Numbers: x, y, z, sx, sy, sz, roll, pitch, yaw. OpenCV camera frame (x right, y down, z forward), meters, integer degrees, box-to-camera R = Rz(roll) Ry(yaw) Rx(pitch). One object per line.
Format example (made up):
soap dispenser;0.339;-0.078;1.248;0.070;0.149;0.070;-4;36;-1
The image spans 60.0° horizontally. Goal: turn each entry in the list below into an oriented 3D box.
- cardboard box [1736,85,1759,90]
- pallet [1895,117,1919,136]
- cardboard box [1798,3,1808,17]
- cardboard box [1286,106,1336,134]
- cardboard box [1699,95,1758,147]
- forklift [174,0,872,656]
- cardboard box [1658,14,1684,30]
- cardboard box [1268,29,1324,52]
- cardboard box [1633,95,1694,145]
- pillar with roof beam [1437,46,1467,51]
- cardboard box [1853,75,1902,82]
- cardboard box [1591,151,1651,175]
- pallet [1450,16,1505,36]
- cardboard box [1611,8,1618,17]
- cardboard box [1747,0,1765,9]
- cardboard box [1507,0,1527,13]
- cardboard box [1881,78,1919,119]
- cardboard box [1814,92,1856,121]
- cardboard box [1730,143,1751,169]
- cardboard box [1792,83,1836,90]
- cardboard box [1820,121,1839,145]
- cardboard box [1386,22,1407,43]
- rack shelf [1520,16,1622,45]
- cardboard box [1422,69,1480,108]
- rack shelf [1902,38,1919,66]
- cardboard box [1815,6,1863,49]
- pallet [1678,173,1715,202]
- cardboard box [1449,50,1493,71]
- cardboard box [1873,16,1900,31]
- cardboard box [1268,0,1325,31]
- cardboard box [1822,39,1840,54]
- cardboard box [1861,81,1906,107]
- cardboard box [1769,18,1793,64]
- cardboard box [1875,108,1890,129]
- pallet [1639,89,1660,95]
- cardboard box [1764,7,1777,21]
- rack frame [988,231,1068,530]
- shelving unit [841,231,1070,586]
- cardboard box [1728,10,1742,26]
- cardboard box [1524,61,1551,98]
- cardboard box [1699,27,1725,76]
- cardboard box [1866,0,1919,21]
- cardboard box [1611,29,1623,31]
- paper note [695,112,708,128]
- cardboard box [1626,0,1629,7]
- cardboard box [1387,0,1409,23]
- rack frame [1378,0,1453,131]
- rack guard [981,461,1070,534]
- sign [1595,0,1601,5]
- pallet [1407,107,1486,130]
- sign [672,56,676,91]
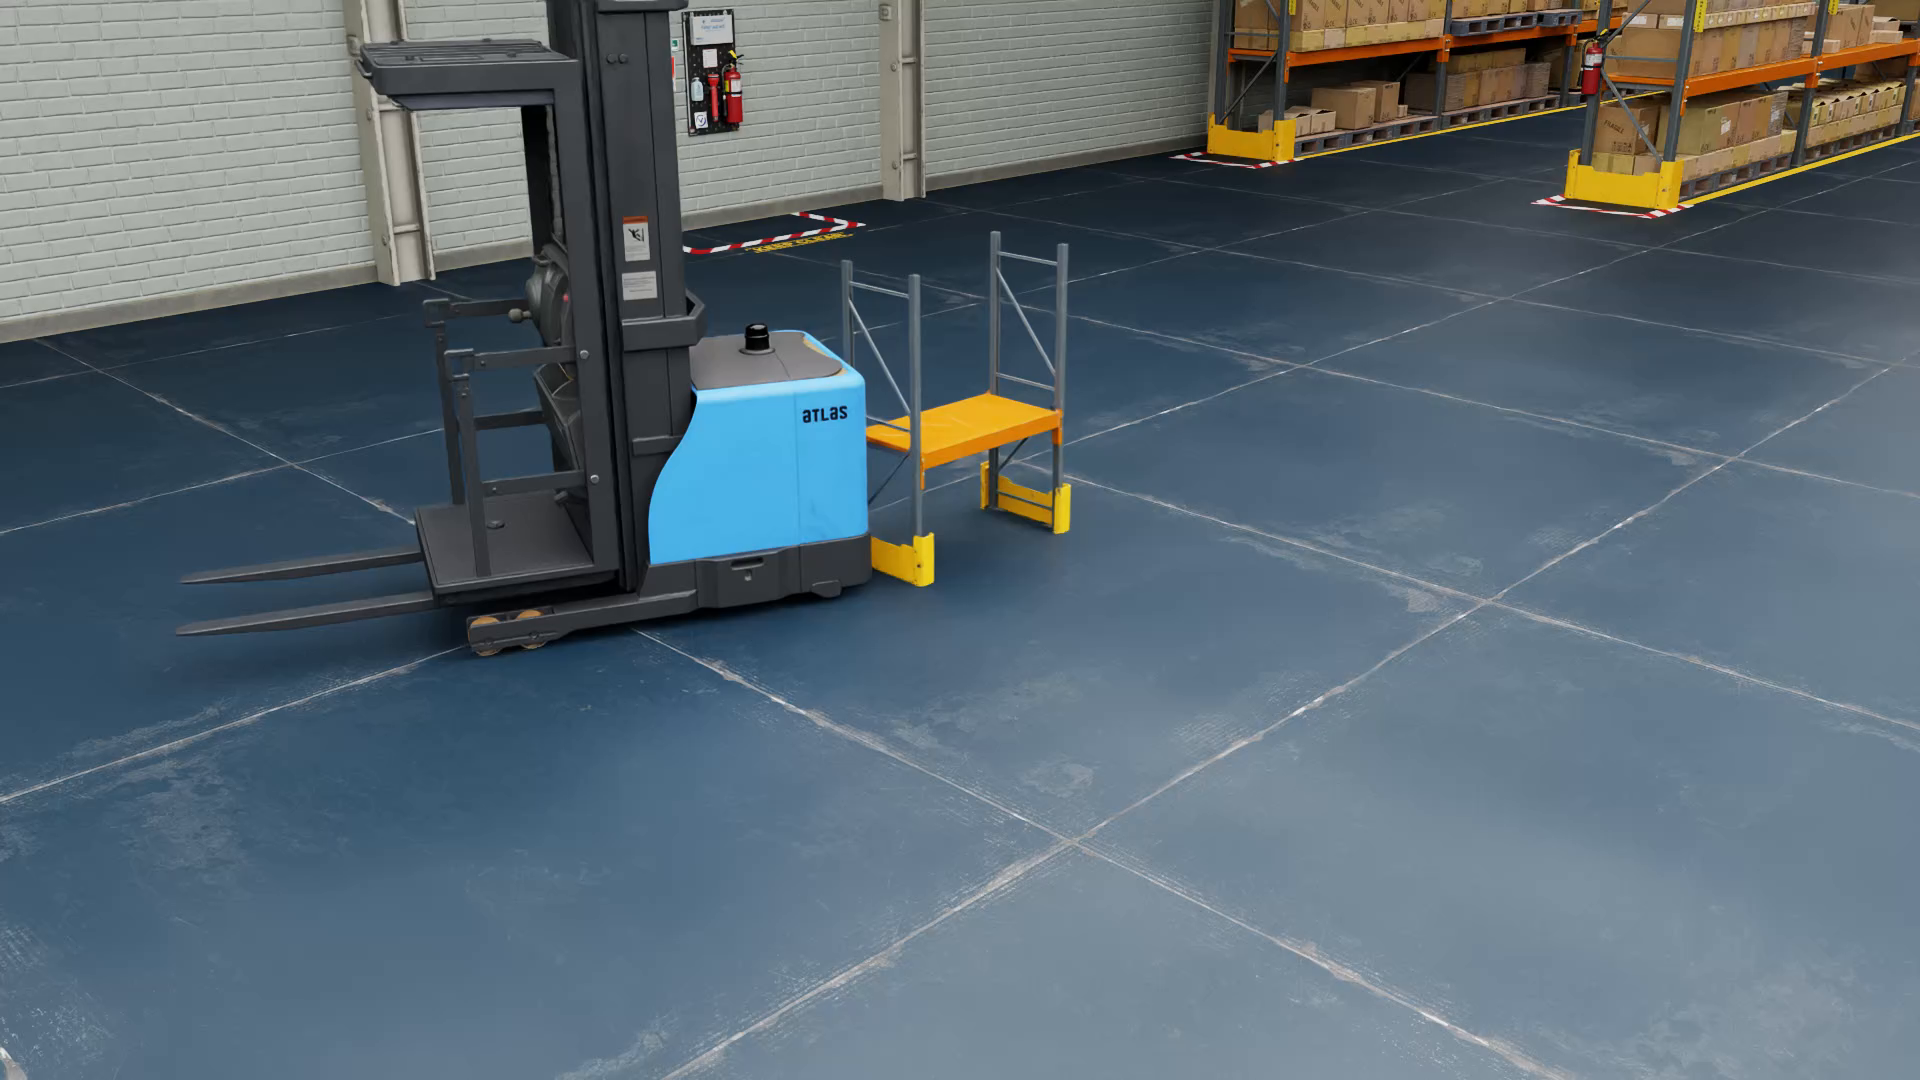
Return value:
cardboard box;9.486;-5.361;20.544;0.500;0.500;0.500;19;28;41
pallet;13.372;-6.049;24.017;1.003;0.211;1.213;19;28;41
cardboard box;9.824;-6.303;19.748;0.380;0.149;0.250;19;28;40
cardboard box;4.637;-5.602;22.104;0.500;0.311;0.500;-17;27;-38
cardboard box;8.825;-4.841;19.191;0.500;0.500;0.500;19;28;41
forklift;-1.989;-1.078;7.293;3.031;2.935;1.130;-8;22;-20
cardboard box;7.672;-5.508;17.680;0.380;0.149;0.250;19;28;40
cardboard box;4.260;-6.336;21.058;0.500;0.250;0.500;18;28;39
cardboard box;8.091;-4.847;19.206;0.500;0.500;0.500;19;28;41
pillar with roof beam;10.830;-10.012;22.080;9.100;9.000;0.400;19;28;41
cardboard box;13.309;-6.506;24.190;0.500;0.500;0.500;-19;28;-40
cardboard box;7.406;-4.236;18.661;0.500;0.250;0.500;19;28;41
pallet;7.119;-7.449;24.041;1.003;0.211;1.213;19;28;41
cardboard box;10.546;-8.663;27.255;0.250;0.149;0.380;-20;28;-41
cardboard box;8.679;-6.289;18.809;0.700;0.500;0.500;19;28;41
cardboard box;8.099;-8.210;25.000;0.700;0.500;0.500;19;28;41
cardboard box;13.347;-6.252;23.530;0.500;0.500;0.500;-19;28;-40
cardboard box;11.214;-5.619;21.477;0.500;0.311;0.500;18;27;39
cardboard box;8.825;-4.491;19.326;0.500;0.250;0.500;19;28;41
cardboard box;11.531;-6.013;22.504;0.500;0.311;0.500;18;28;39
cardboard box;10.850;-5.225;21.235;0.500;0.250;0.500;-19;28;-41
cardboard box;5.676;-6.861;22.425;0.500;0.250;0.500;19;28;40
rack shelf;10.668;-8.585;27.732;1.077;0.370;4.000;19;28;41
cardboard box;7.308;-6.756;24.841;0.700;0.500;0.500;19;28;40
rack shelf;14.220;-7.346;24.509;1.077;0.370;4.000;19;28;41
cardboard box;11.298;-6.644;21.540;0.500;0.500;0.500;19;28;41
pallet;7.747;-4.017;18.731;1.003;0.211;1.213;19;28;41
cardboard box;7.649;-7.209;24.976;0.500;0.250;0.500;18;28;39
cardboard box;12.539;-7.044;22.844;0.500;0.311;0.500;-18;27;-39
cardboard box;4.240;-6.687;20.928;0.500;0.500;0.500;19;28;41
cardboard box;10.799;-6.199;20.872;0.380;0.149;0.250;19;28;41
cardboard box;12.635;-6.146;22.849;0.500;0.311;0.500;-19;28;-41
cardboard box;9.366;-5.933;19.691;0.700;0.500;0.500;19;28;40
cardboard box;12.275;-5.751;22.603;0.500;0.250;0.500;19;28;40
pallet;11.579;-7.916;28.876;1.003;0.211;1.213;19;28;41
cardboard box;9.111;-6.040;19.063;0.250;0.149;0.380;-19;28;-41
rack frame;0.343;-0.814;8.601;0.500;1.500;0.032;19;28;41
shelving unit;-0.007;-0.686;8.269;0.587;1.500;1.083;19;28;41
cardboard box;8.391;-5.774;18.371;0.380;0.149;0.250;18;27;39
cardboard box;8.808;-7.247;26.120;0.500;0.500;0.700;-20;29;-41
cardboard box;7.941;-5.411;18.332;0.500;0.500;0.700;-19;28;-41
cardboard box;13.183;-7.601;23.444;0.700;0.500;0.500;9;23;23
cardboard box;11.703;-8.428;28.732;0.750;0.750;0.750;20;28;41
paper note;-2.550;-4.139;16.391;0.016;0.148;0.142;19;28;41
cardboard box;10.871;-9.058;27.378;0.500;0.500;0.500;-19;28;-41
cardboard box;5.671;-7.212;22.294;0.500;0.500;0.500;18;28;39
rack frame;6.482;-7.378;23.590;1.000;3.000;0.127;19;28;41
rack guard;0.342;-0.230;8.824;0.587;0.250;0.087;19;28;41
sign;6.864;-5.902;17.805;0.100;0.325;0.005;19;28;41
pallet;7.024;-6.277;24.612;1.003;0.211;1.213;19;28;41
sign;-2.836;-4.479;15.997;0.001;0.329;0.234;19;28;41
